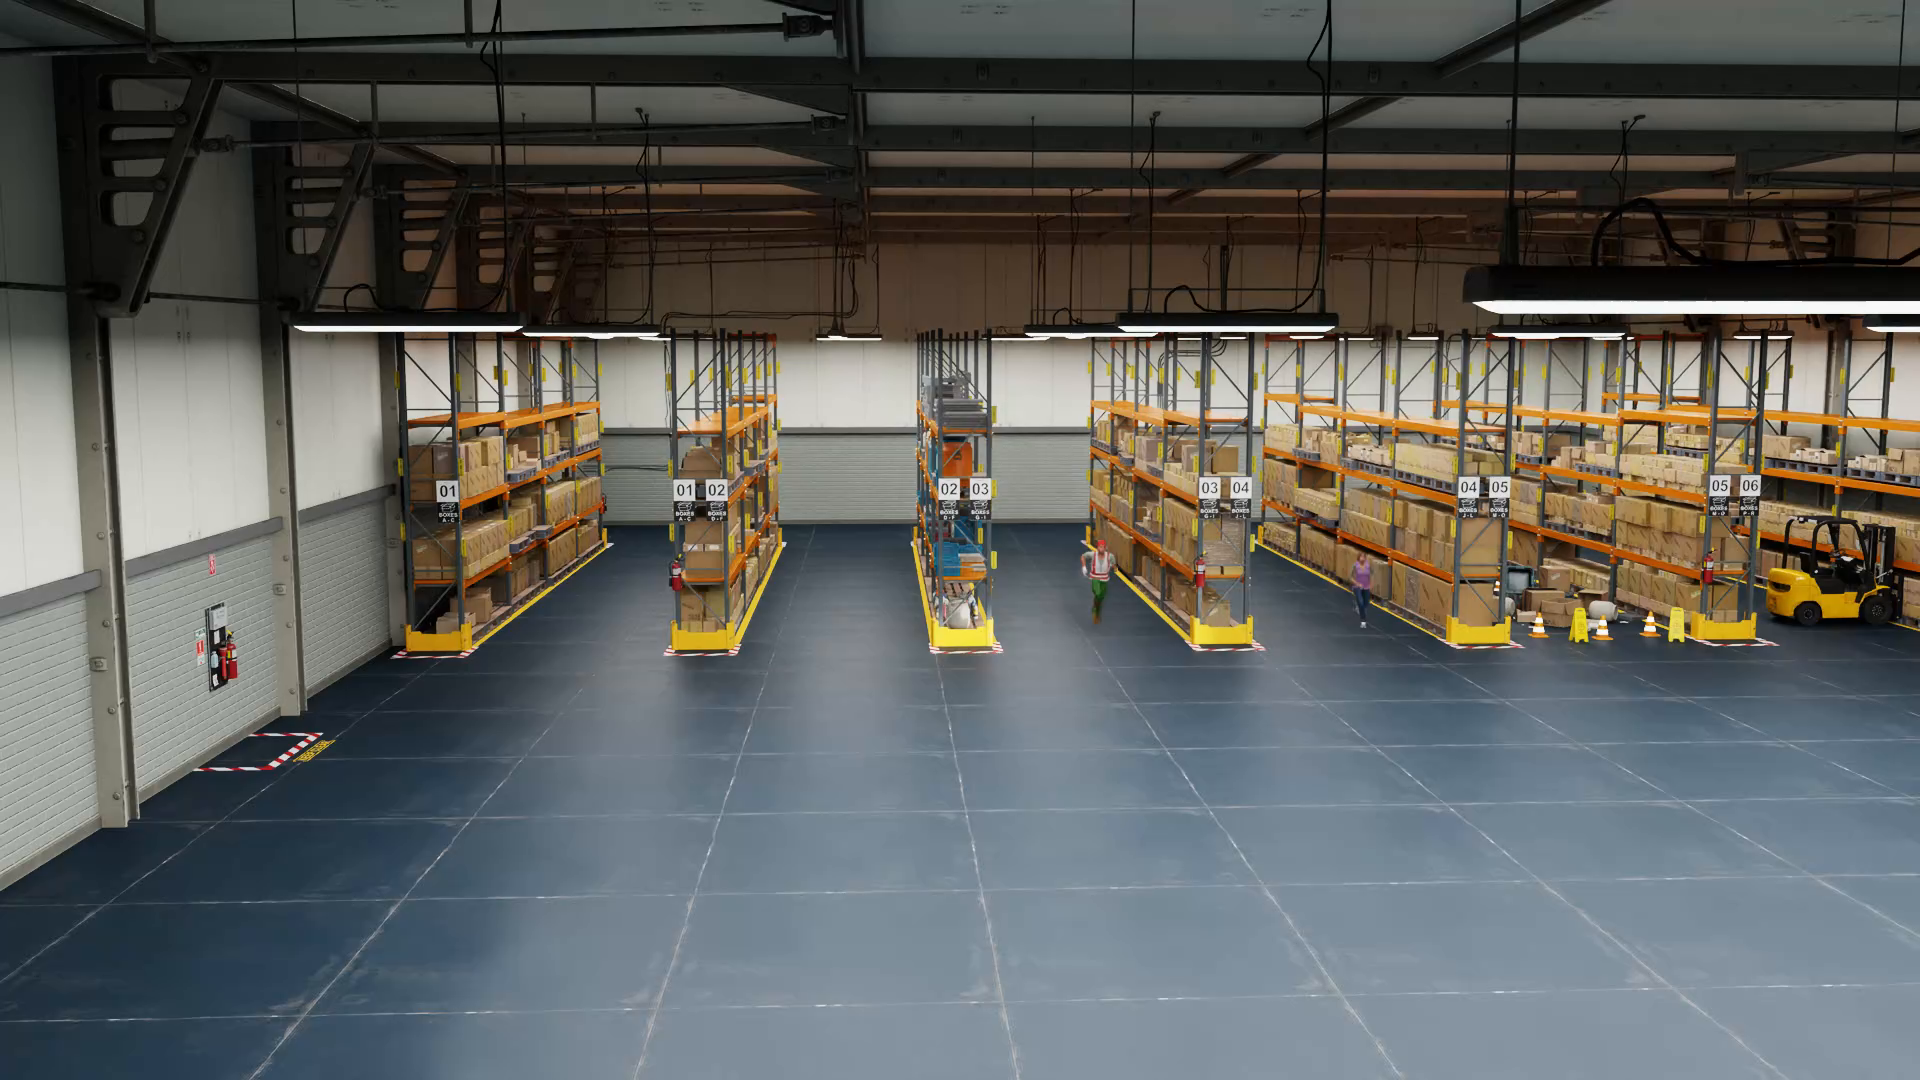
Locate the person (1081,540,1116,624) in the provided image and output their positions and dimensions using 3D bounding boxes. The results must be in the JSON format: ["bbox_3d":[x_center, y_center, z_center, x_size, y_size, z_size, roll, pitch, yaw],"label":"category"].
[{"bbox_3d":[2.835,0.835,33.945,0.643,1.725,0.920,-2,7,-13],"label":"person"}]

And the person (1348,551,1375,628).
[{"bbox_3d":[8.170,0.992,33.852,0.574,1.557,0.653,0,7,-2],"label":"person"}]
